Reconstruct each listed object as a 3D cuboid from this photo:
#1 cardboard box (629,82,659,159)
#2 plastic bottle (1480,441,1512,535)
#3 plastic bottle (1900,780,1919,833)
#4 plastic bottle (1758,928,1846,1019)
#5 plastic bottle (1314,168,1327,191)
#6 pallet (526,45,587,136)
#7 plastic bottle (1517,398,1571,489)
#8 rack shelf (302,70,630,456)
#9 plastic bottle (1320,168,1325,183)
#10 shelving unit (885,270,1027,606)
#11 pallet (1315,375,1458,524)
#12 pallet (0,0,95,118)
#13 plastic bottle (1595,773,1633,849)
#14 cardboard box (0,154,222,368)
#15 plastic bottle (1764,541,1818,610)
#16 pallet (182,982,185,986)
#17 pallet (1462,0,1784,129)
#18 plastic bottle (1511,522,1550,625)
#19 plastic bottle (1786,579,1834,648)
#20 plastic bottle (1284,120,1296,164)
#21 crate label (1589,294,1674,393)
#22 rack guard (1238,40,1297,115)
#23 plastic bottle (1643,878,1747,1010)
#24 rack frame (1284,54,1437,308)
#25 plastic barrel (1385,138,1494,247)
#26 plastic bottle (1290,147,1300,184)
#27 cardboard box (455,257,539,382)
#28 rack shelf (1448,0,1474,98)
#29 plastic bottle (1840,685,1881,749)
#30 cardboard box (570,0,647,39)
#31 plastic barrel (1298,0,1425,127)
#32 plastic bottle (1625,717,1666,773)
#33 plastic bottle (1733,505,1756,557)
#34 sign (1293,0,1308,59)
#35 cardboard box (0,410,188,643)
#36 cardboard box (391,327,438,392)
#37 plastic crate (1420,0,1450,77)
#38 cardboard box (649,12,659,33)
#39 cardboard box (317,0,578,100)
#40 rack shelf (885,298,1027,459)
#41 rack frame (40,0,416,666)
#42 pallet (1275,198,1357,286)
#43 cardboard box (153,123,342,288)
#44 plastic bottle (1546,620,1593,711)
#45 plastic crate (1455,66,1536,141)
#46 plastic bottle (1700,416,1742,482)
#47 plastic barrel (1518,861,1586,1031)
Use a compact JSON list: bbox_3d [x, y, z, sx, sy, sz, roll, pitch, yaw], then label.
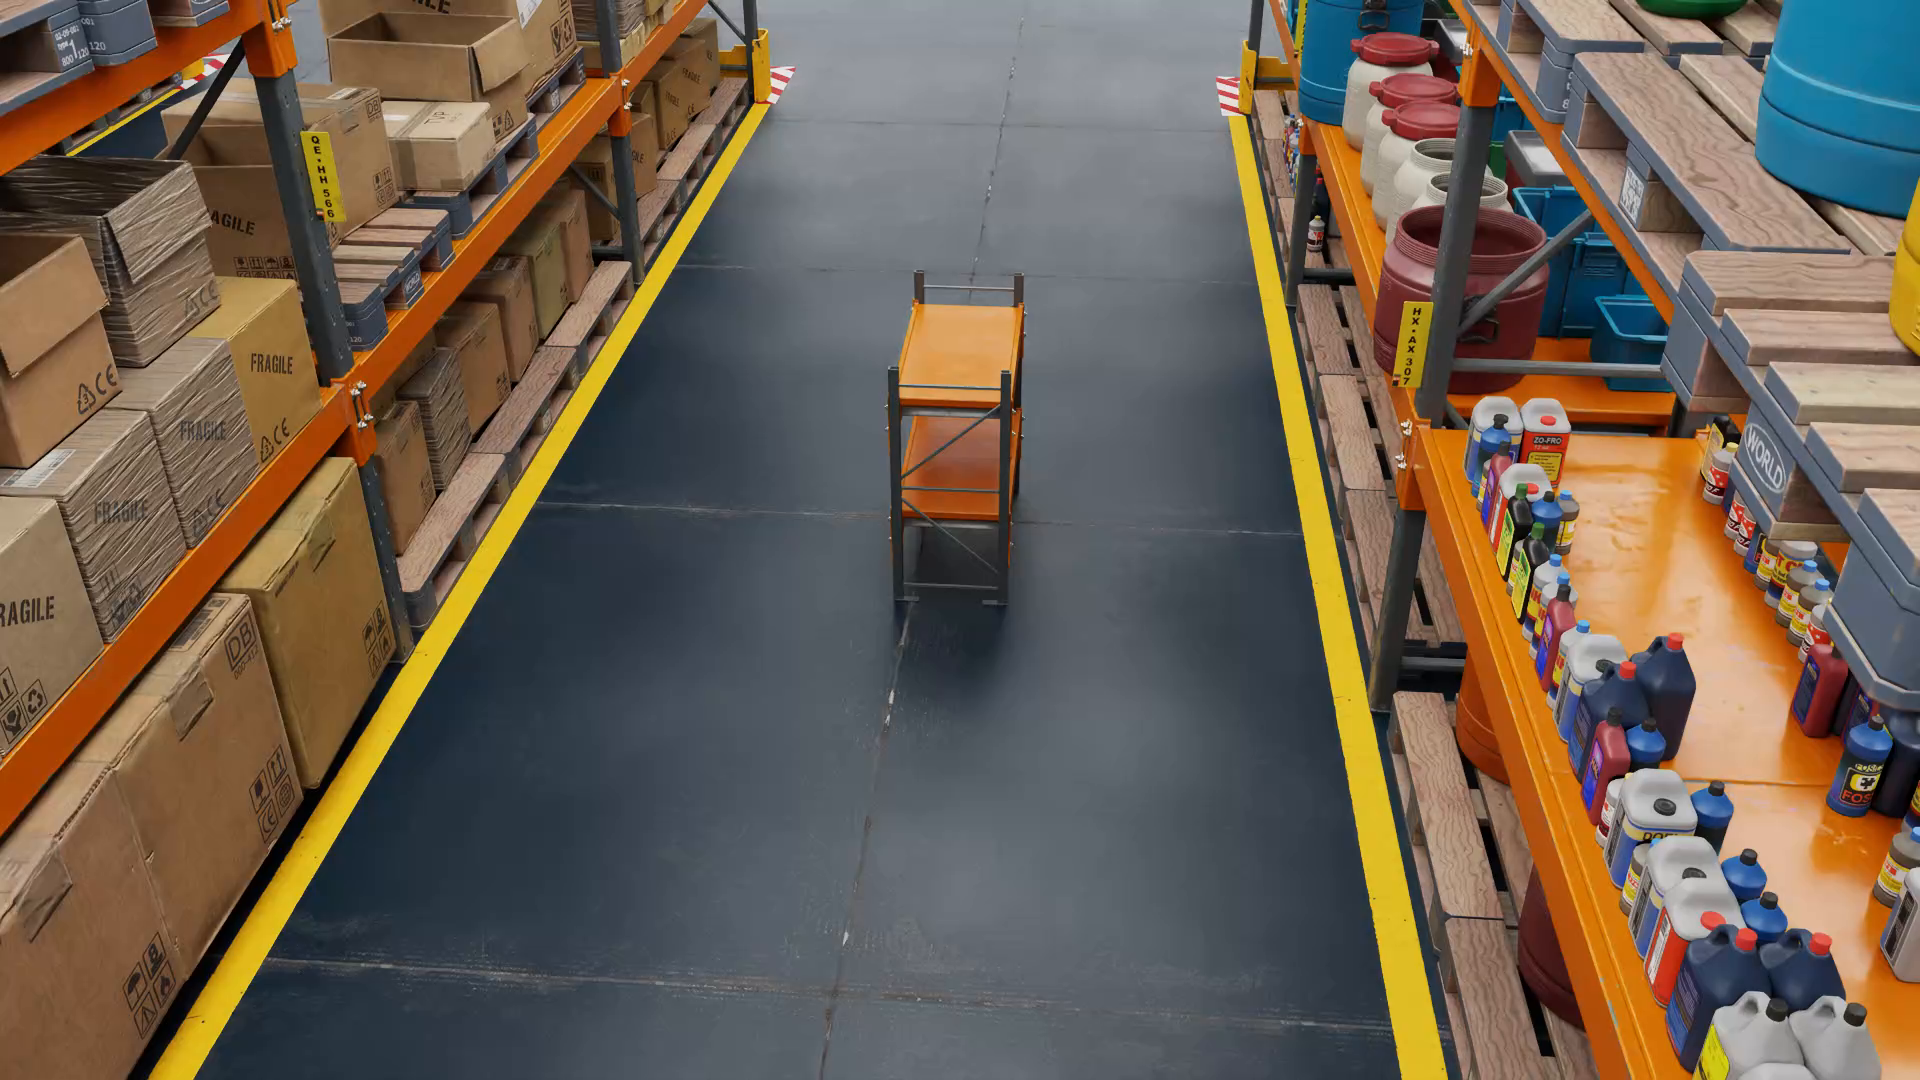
[{"bbox_3d":[-2.388,-2.849,11.496,0.500,0.500,0.500,0,32,0],"label":"cardboard box"},{"bbox_3d":[1.710,-0.164,5.268,0.061,0.283,0.133,2,32,4],"label":"plastic bottle"},{"bbox_3d":[2.370,0.609,4.026,0.097,0.271,0.097,0,32,0],"label":"plastic bottle"},{"bbox_3d":[1.721,0.932,3.426,0.144,0.351,0.185,2,32,4],"label":"plastic bottle"},{"bbox_3d":[2.246,-2.197,10.561,0.144,0.351,0.185,1,32,2],"label":"plastic bottle"},{"bbox_3d":[-2.679,-2.424,9.007,1.003,0.211,1.213,2,32,4],"label":"pallet"},{"bbox_3d":[1.933,-0.324,5.535,0.152,0.276,0.135,2,32,4],"label":"plastic bottle"},{"bbox_3d":[-2.634,-1.547,8.087,1.077,0.370,4.000,2,32,4],"label":"rack shelf"},{"bbox_3d":[2.376,-2.346,10.867,0.061,0.283,0.133,2,32,4],"label":"plastic bottle"},{"bbox_3d":[-0.001,-0.475,7.449,0.538,1.125,1.048,2,32,4],"label":"shelving unit"},{"bbox_3d":[2.343,-0.448,8.276,1.003,0.211,1.213,2,32,4],"label":"pallet"},{"bbox_3d":[-2.885,-1.080,3.965,1.003,0.211,1.213,4,32,6],"label":"pallet"},{"bbox_3d":[1.606,0.652,4.022,0.097,0.201,0.097,0,32,0],"label":"plastic bottle"},{"bbox_3d":[-2.873,-0.895,5.293,0.797,0.503,0.637,3,32,6],"label":"cardboard box"},{"bbox_3d":[2.453,0.072,4.896,0.097,0.271,0.097,0,32,0],"label":"plastic bottle"},{"bbox_3d":[-3.039,1.425,5.237,1.003,0.211,1.213,2,32,4],"label":"pallet"},{"bbox_3d":[1.979,-1.397,4.478,1.003,0.211,1.213,2,32,4],"label":"pallet"},{"bbox_3d":[1.669,0.097,4.845,0.061,0.283,0.133,2,32,4],"label":"plastic bottle"},{"bbox_3d":[2.438,0.204,4.749,0.097,0.201,0.097,0,32,0],"label":"plastic bottle"},{"bbox_3d":[2.296,-2.758,11.535,0.061,0.283,0.133,3,32,5],"label":"plastic bottle"},{"bbox_3d":[2.547,-0.729,6.233,0.303,0.233,0.416,2,32,4],"label":"crate label"},{"bbox_3d":[2.831,-3.673,13.234,1.175,0.500,0.348,2,32,4],"label":"rack guard"},{"bbox_3d":[1.594,0.874,3.591,0.152,0.276,0.135,2,32,4],"label":"plastic bottle"},{"bbox_3d":[2.465,-2.688,9.252,1.000,3.000,0.127,2,32,4],"label":"rack frame"},{"bbox_3d":[2.044,-1.411,7.074,0.421,0.512,0.421,0,32,0],"label":"plastic barrel"},{"bbox_3d":[2.280,-2.533,11.182,0.097,0.271,0.097,0,32,0],"label":"plastic bottle"},{"bbox_3d":[-2.646,-1.161,8.738,0.700,0.500,0.500,0,32,0],"label":"cardboard box"},{"bbox_3d":[2.302,-2.612,6.957,1.077,0.370,4.000,2,32,4],"label":"rack shelf"},{"bbox_3d":[2.352,0.445,4.280,0.061,0.283,0.133,2,32,4],"label":"plastic bottle"},{"bbox_3d":[-2.373,-3.301,9.868,0.875,0.500,0.500,2,32,4],"label":"cardboard box"},{"bbox_3d":[2.132,-2.712,8.814,0.600,0.901,0.708,2,32,4],"label":"plastic barrel"},{"bbox_3d":[1.678,0.555,4.113,0.097,0.271,0.097,0,32,0],"label":"plastic bottle"},{"bbox_3d":[2.477,-0.050,5.162,0.097,0.201,0.097,0,32,0],"label":"plastic bottle"},{"bbox_3d":[1.918,-2.835,9.227,0.100,0.325,0.005,2,32,4],"label":"sign"},{"bbox_3d":[-2.676,-0.049,4.876,0.500,0.500,0.500,1,32,2],"label":"cardboard box"},{"bbox_3d":[-2.740,-0.879,7.566,0.500,0.250,0.500,6,32,10],"label":"cardboard box"},{"bbox_3d":[2.634,-2.929,9.704,0.767,0.338,0.504,2,32,4],"label":"plastic crate"},{"bbox_3d":[-2.117,-3.285,10.461,0.380,0.149,0.250,2,32,4],"label":"cardboard box"},{"bbox_3d":[-2.676,-2.924,8.663,1.000,1.000,1.000,3,32,4],"label":"cardboard box"},{"bbox_3d":[-0.001,-0.725,7.296,0.538,0.278,1.000,2,32,4],"label":"rack shelf"},{"bbox_3d":[-2.797,-0.807,6.201,1.000,3.000,0.127,2,32,4],"label":"rack frame"},{"bbox_3d":[2.561,-1.850,10.550,1.003,0.211,1.213,2,32,4],"label":"pallet"},{"bbox_3d":[-2.793,-1.313,6.526,0.500,0.500,0.500,-1,32,-2],"label":"cardboard box"},{"bbox_3d":[1.651,0.335,4.470,0.097,0.271,0.097,0,32,0],"label":"plastic bottle"},{"bbox_3d":[2.685,-2.091,8.299,0.392,0.384,0.575,2,32,4],"label":"plastic crate"},{"bbox_3d":[2.532,-0.316,5.516,0.061,0.283,0.133,2,32,4],"label":"plastic bottle"},{"bbox_3d":[2.024,1.099,5.006,0.600,0.588,0.708,2,32,4],"label":"plastic barrel"}]
